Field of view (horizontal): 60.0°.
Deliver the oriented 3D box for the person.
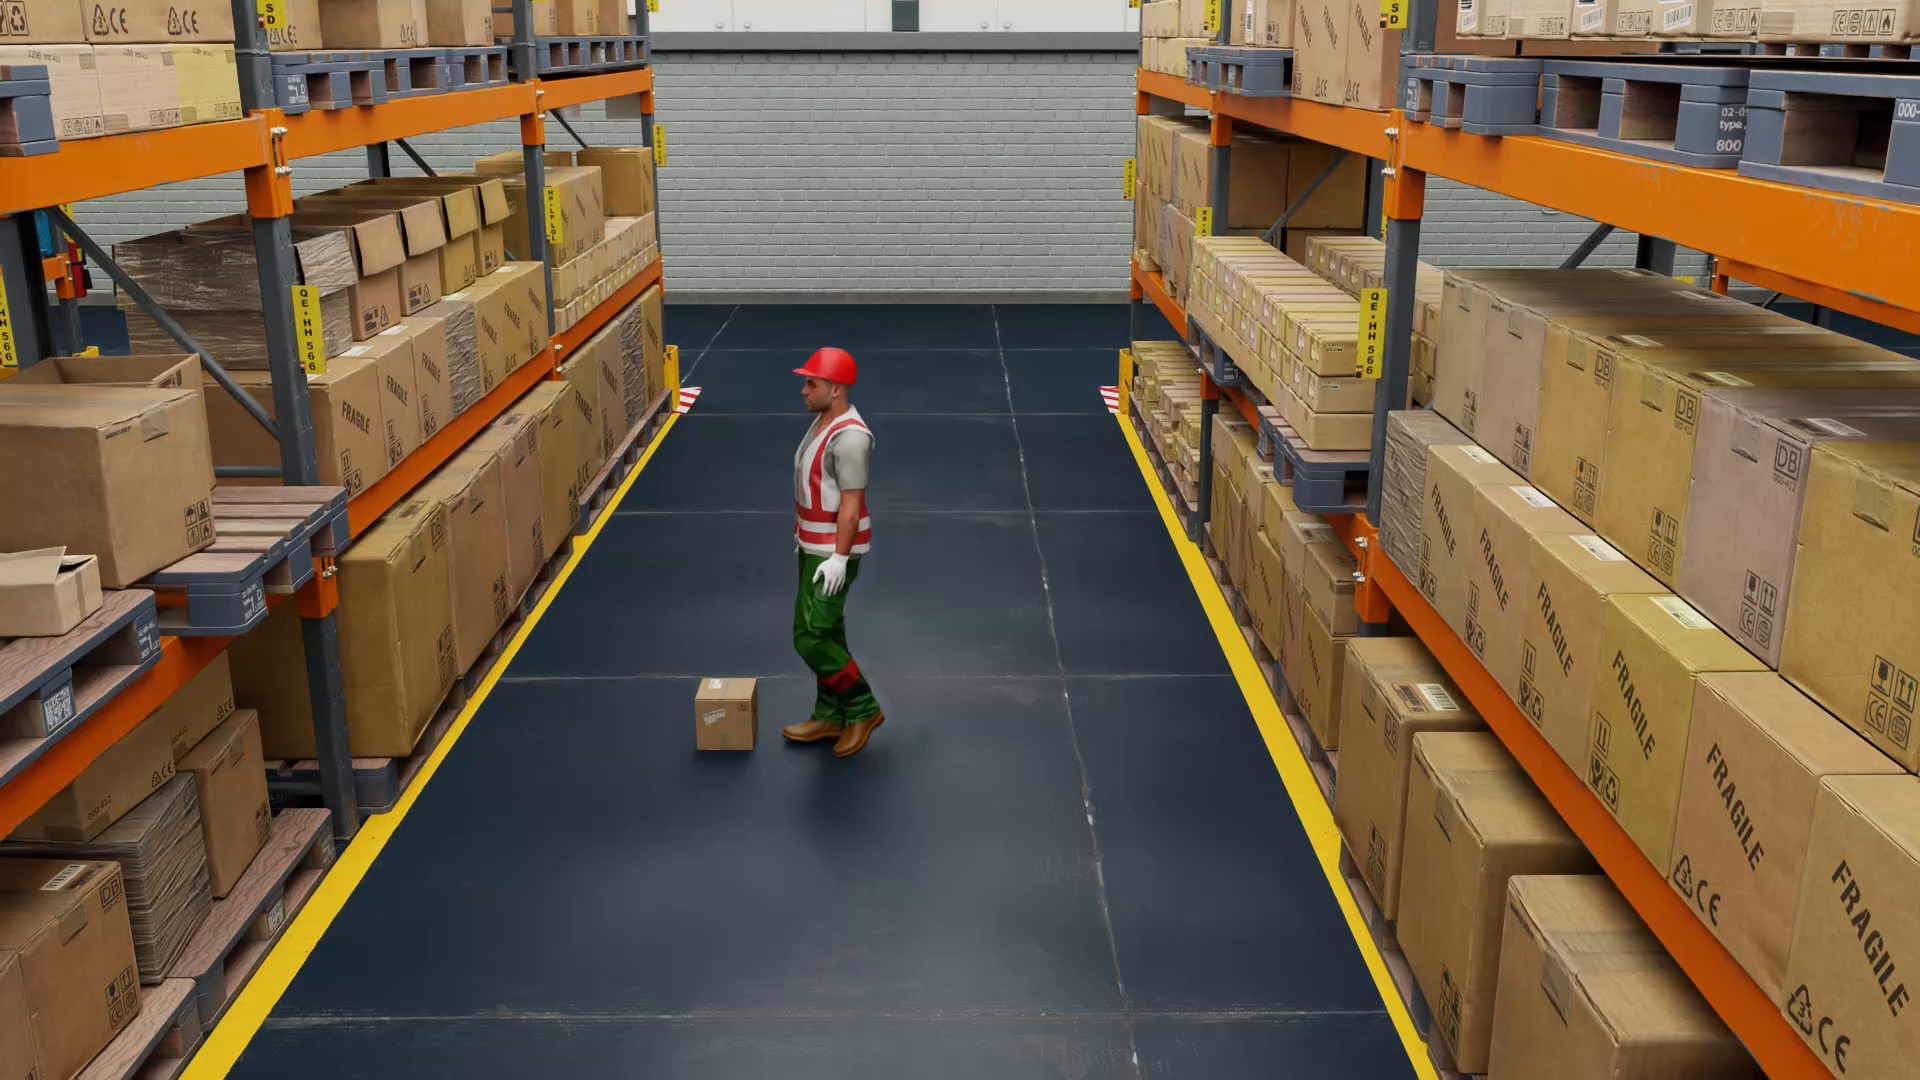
[{"bbox_3d":[-0.596,0.046,7.323,0.441,1.795,0.545,-6,18,-18],"label":"person"}]
